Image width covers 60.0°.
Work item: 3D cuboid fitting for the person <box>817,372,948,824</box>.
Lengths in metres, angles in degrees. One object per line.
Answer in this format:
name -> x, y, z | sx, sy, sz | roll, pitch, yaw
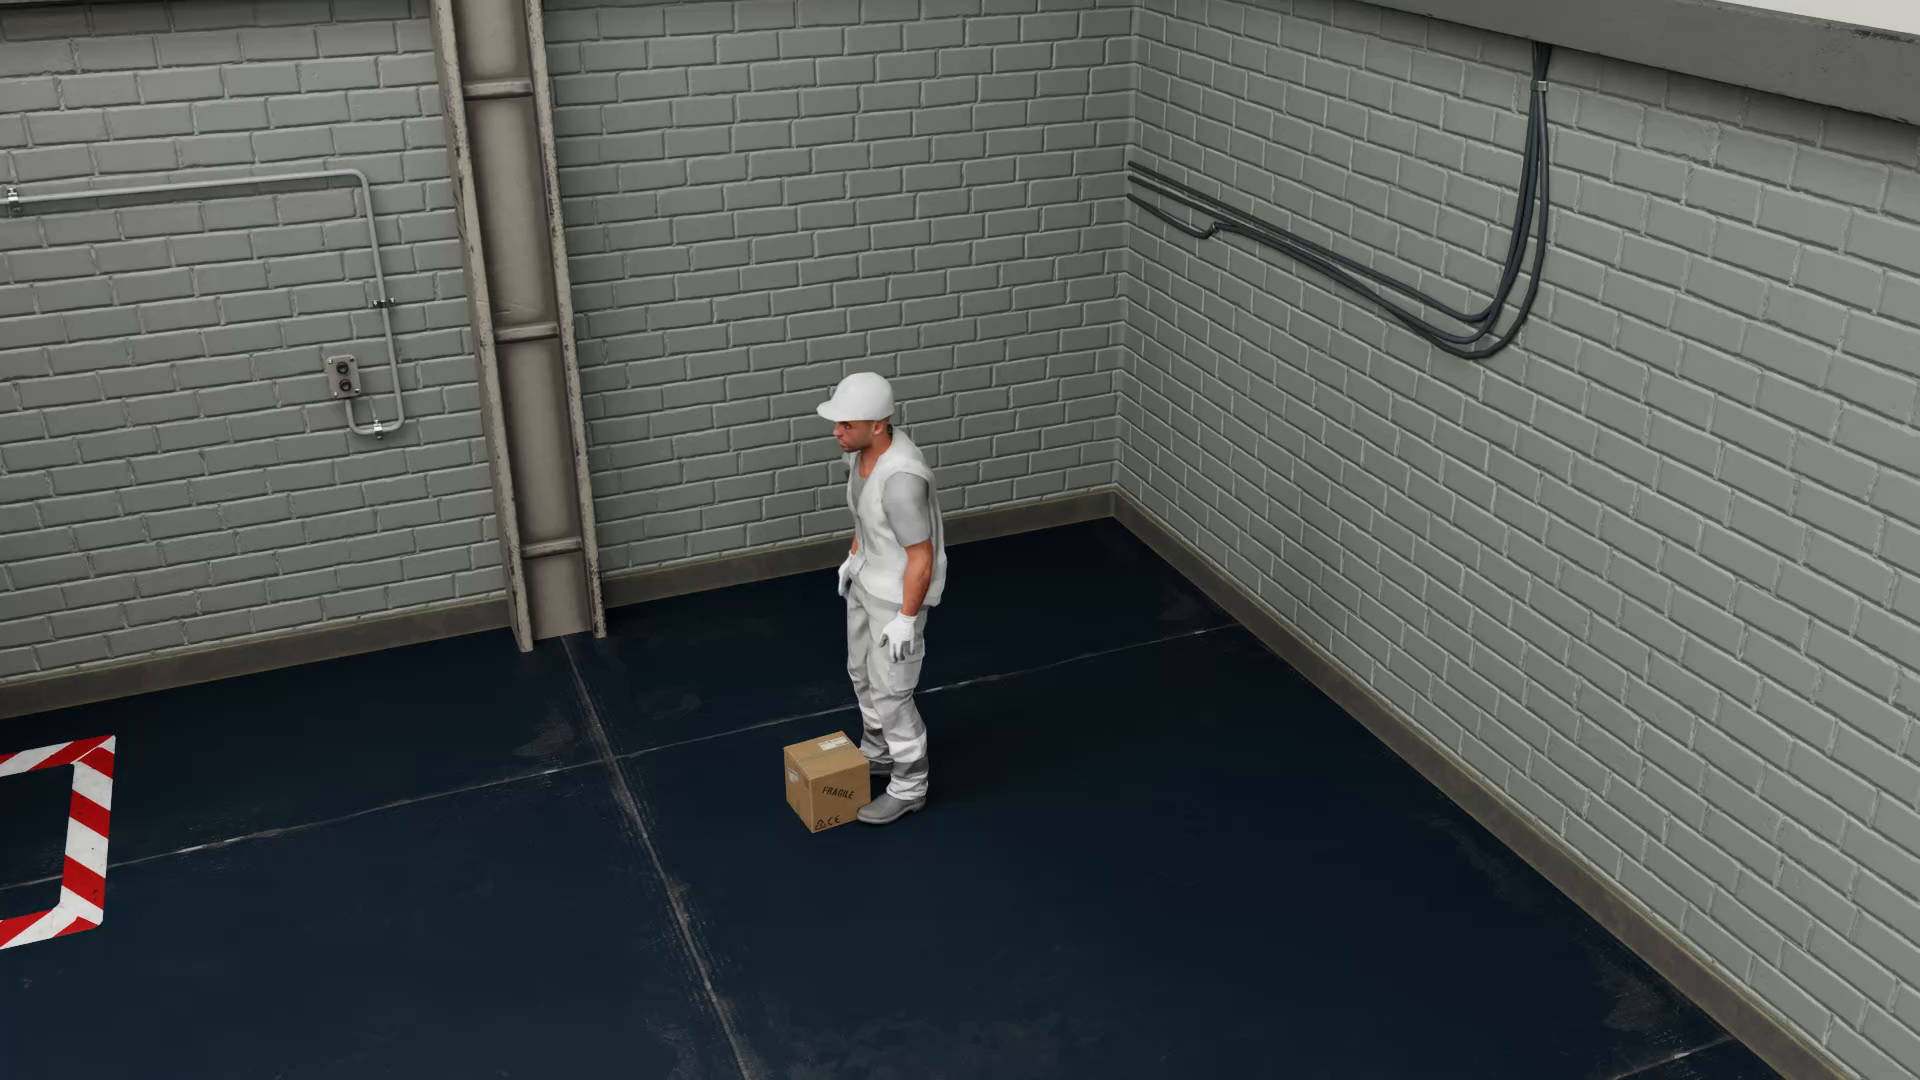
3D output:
person -> -0.295, 0.205, 6.169 | 0.451, 1.778, 0.603 | -11, 28, -22
